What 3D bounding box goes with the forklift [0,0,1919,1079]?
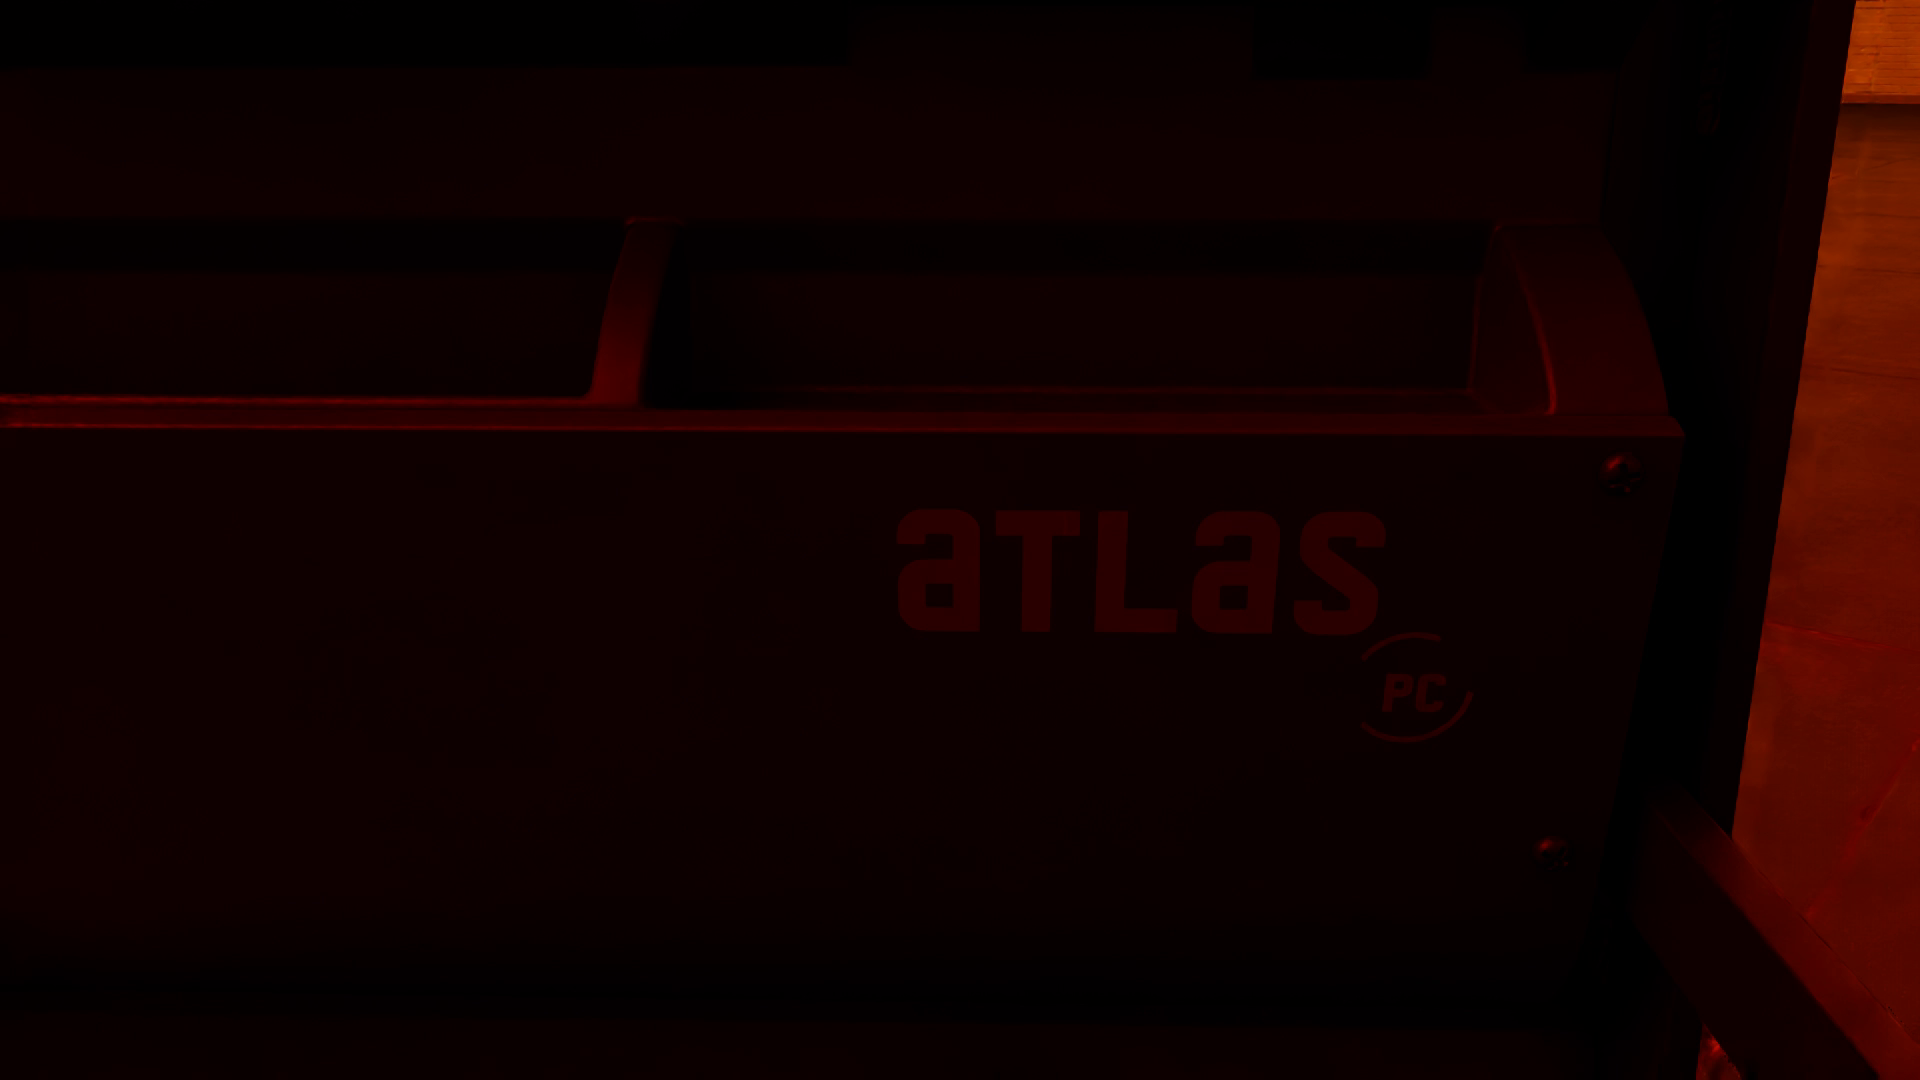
[{"bbox_3d":[-0.150,-0.475,0.461,1.130,2.935,3.031,0,17,1],"label":"forklift"}]
